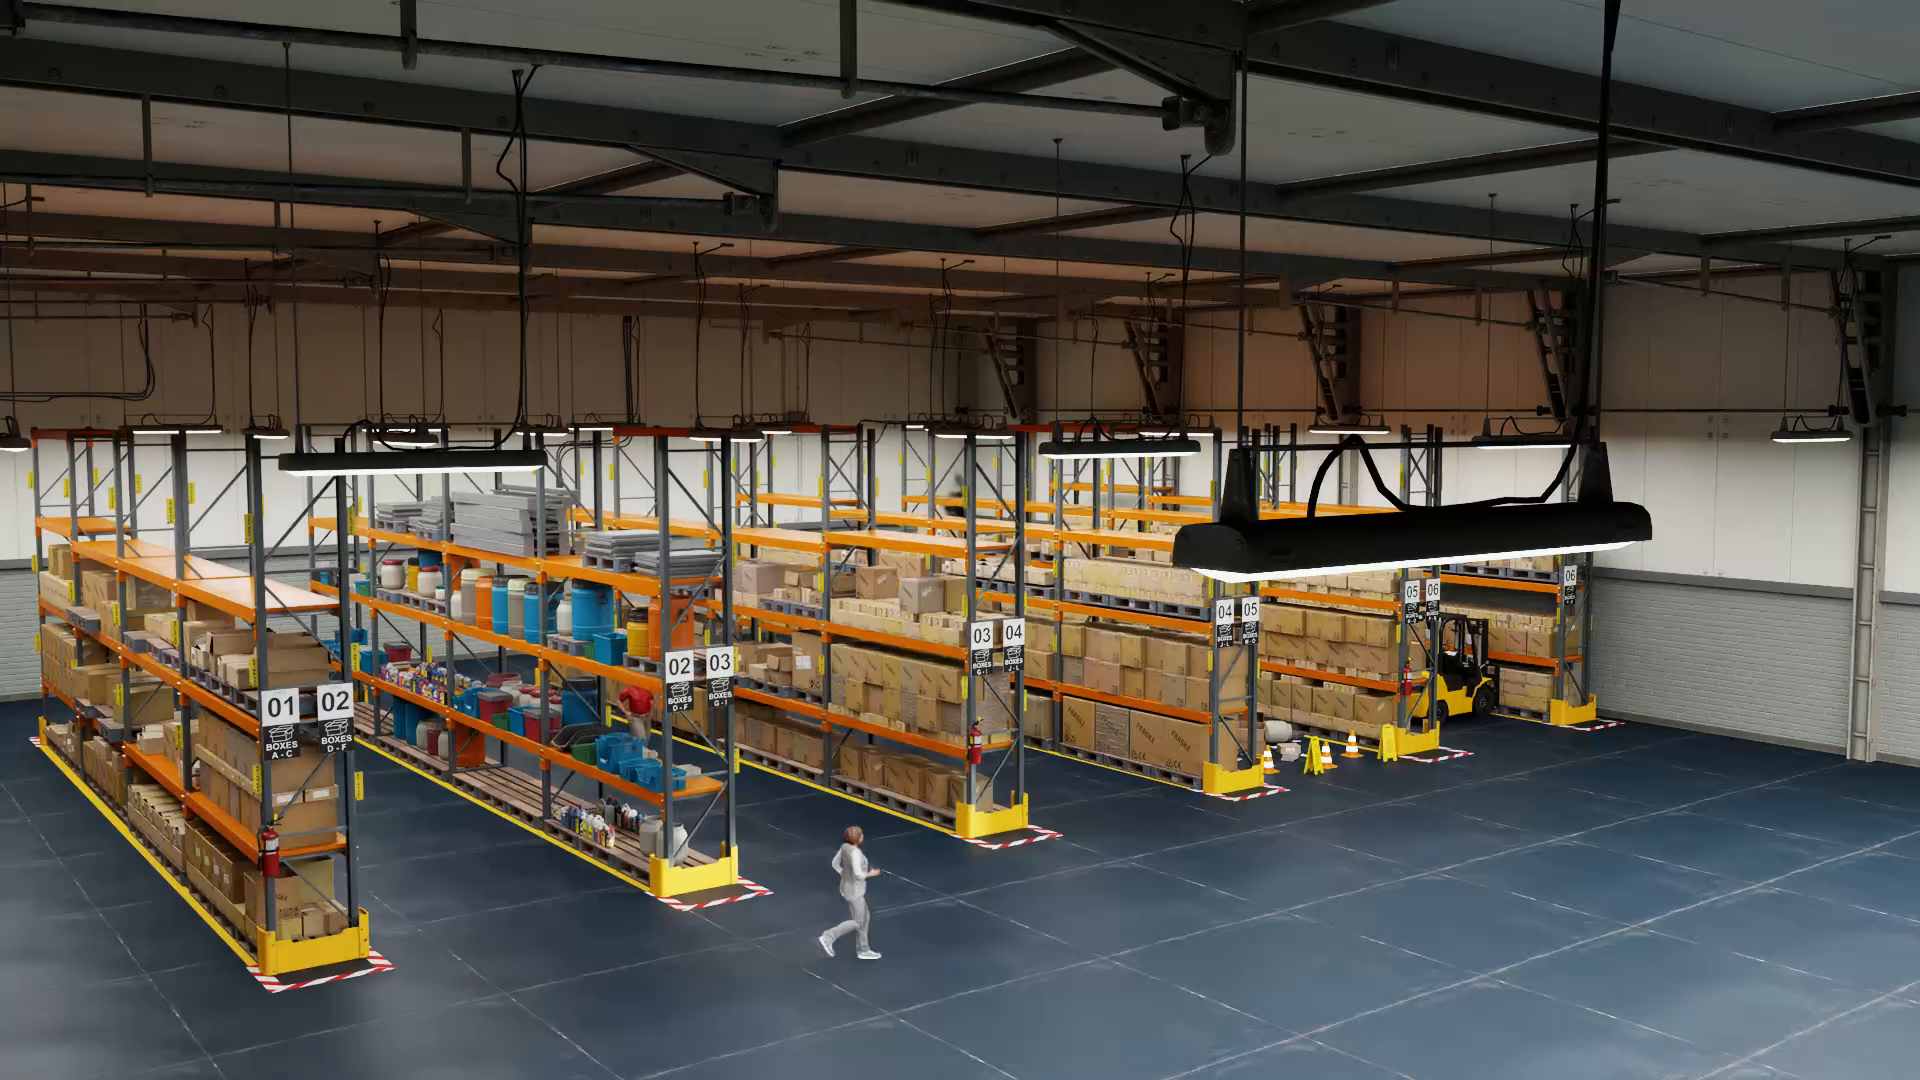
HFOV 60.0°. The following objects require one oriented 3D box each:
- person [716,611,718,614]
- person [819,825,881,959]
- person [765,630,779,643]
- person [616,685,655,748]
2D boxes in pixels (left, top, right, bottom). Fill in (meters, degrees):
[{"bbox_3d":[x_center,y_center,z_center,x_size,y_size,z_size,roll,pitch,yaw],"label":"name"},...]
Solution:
[{"bbox_3d":[-5.839,2.457,38.745,0.676,1.731,0.960,-2,5,-22],"label":"person"},{"bbox_3d":[-1.247,4.043,19.034,0.703,1.574,0.550,-2,5,-20],"label":"person"},{"bbox_3d":[-4.751,2.191,42.036,0.536,1.675,0.758,2,5,19],"label":"person"},{"bbox_3d":[-5.643,3.169,29.258,0.933,1.700,0.672,4,6,40],"label":"person"}]
